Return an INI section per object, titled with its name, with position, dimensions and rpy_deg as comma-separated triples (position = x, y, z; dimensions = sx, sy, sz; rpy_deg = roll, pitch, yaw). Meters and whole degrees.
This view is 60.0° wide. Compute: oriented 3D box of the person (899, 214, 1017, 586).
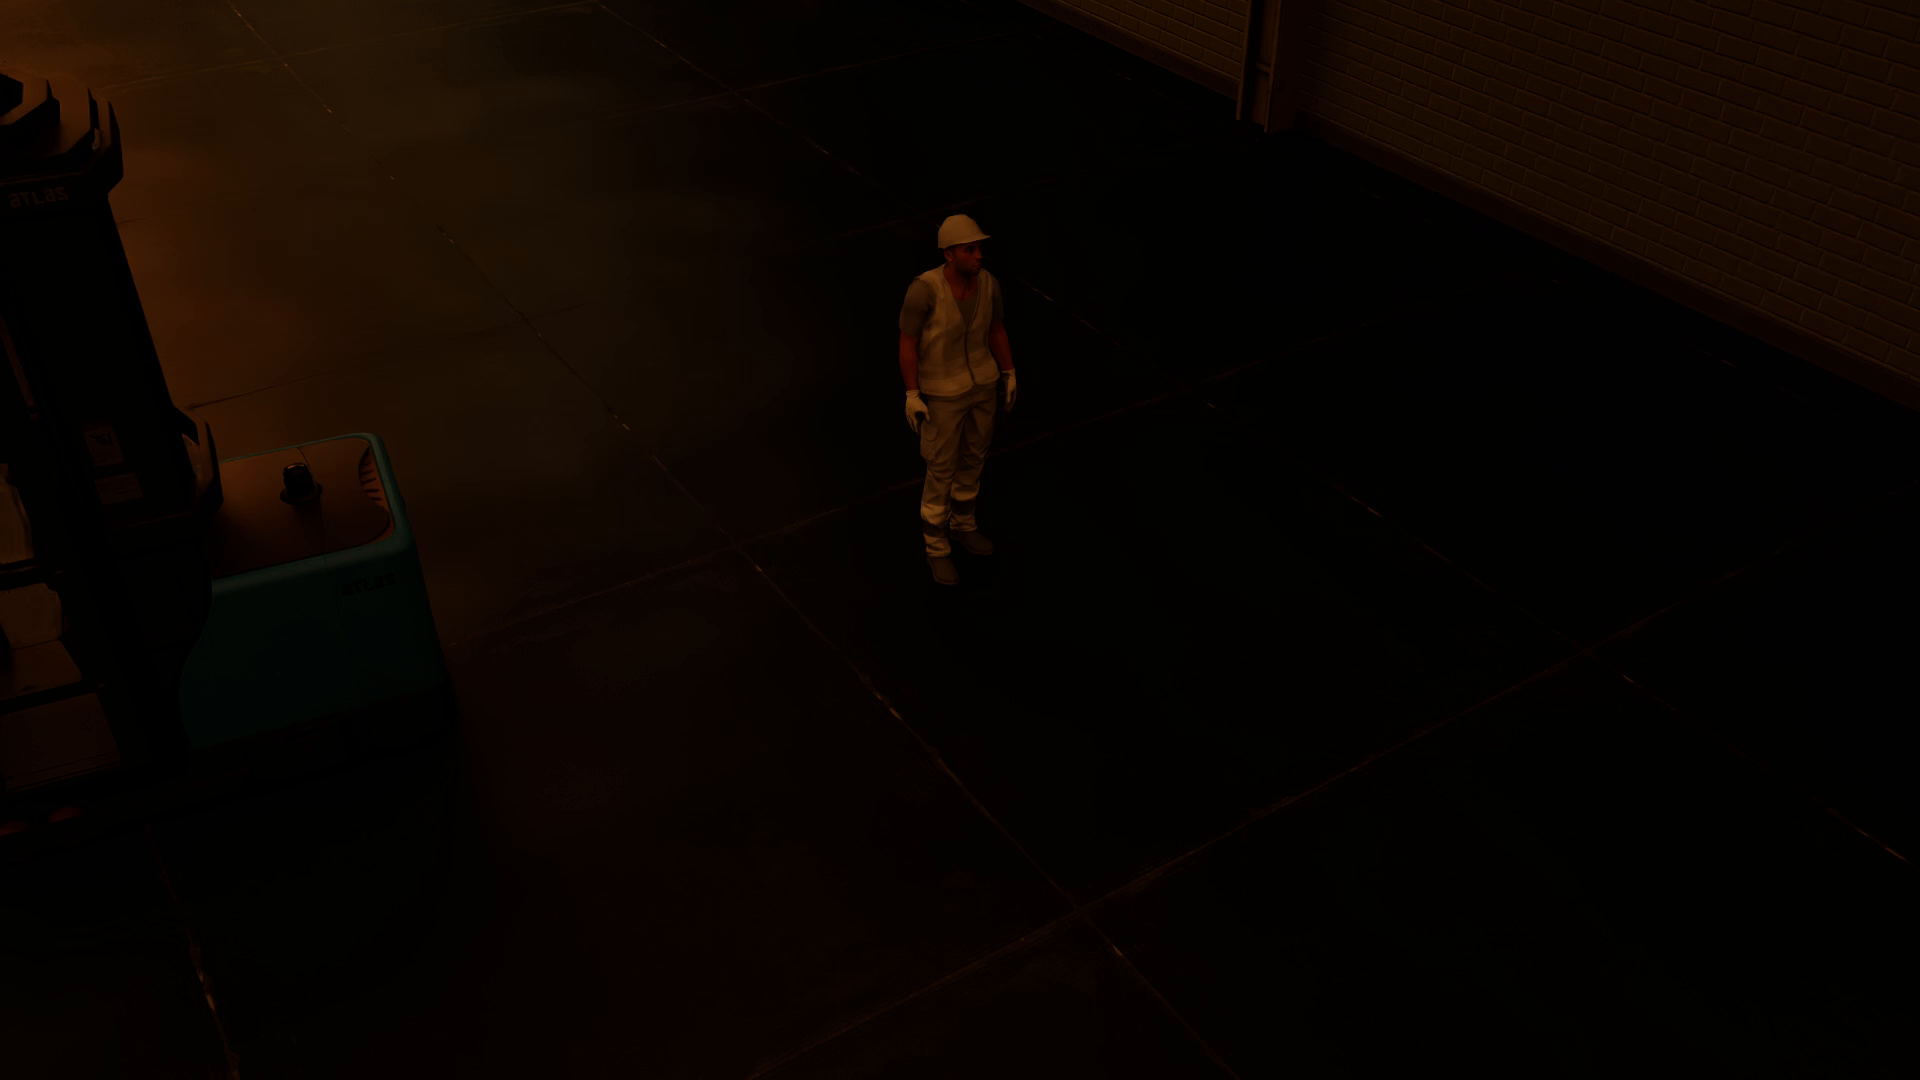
[person]
position = 0.033, -0.696, 8.118
dimensions = 0.637, 1.787, 0.564
rpy_deg = -21, 40, -27

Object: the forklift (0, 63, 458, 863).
[forklift]
position = -3.812, -0.230, 6.475
dimensions = 3.031, 2.935, 1.130
rpy_deg = -15, 38, -20
